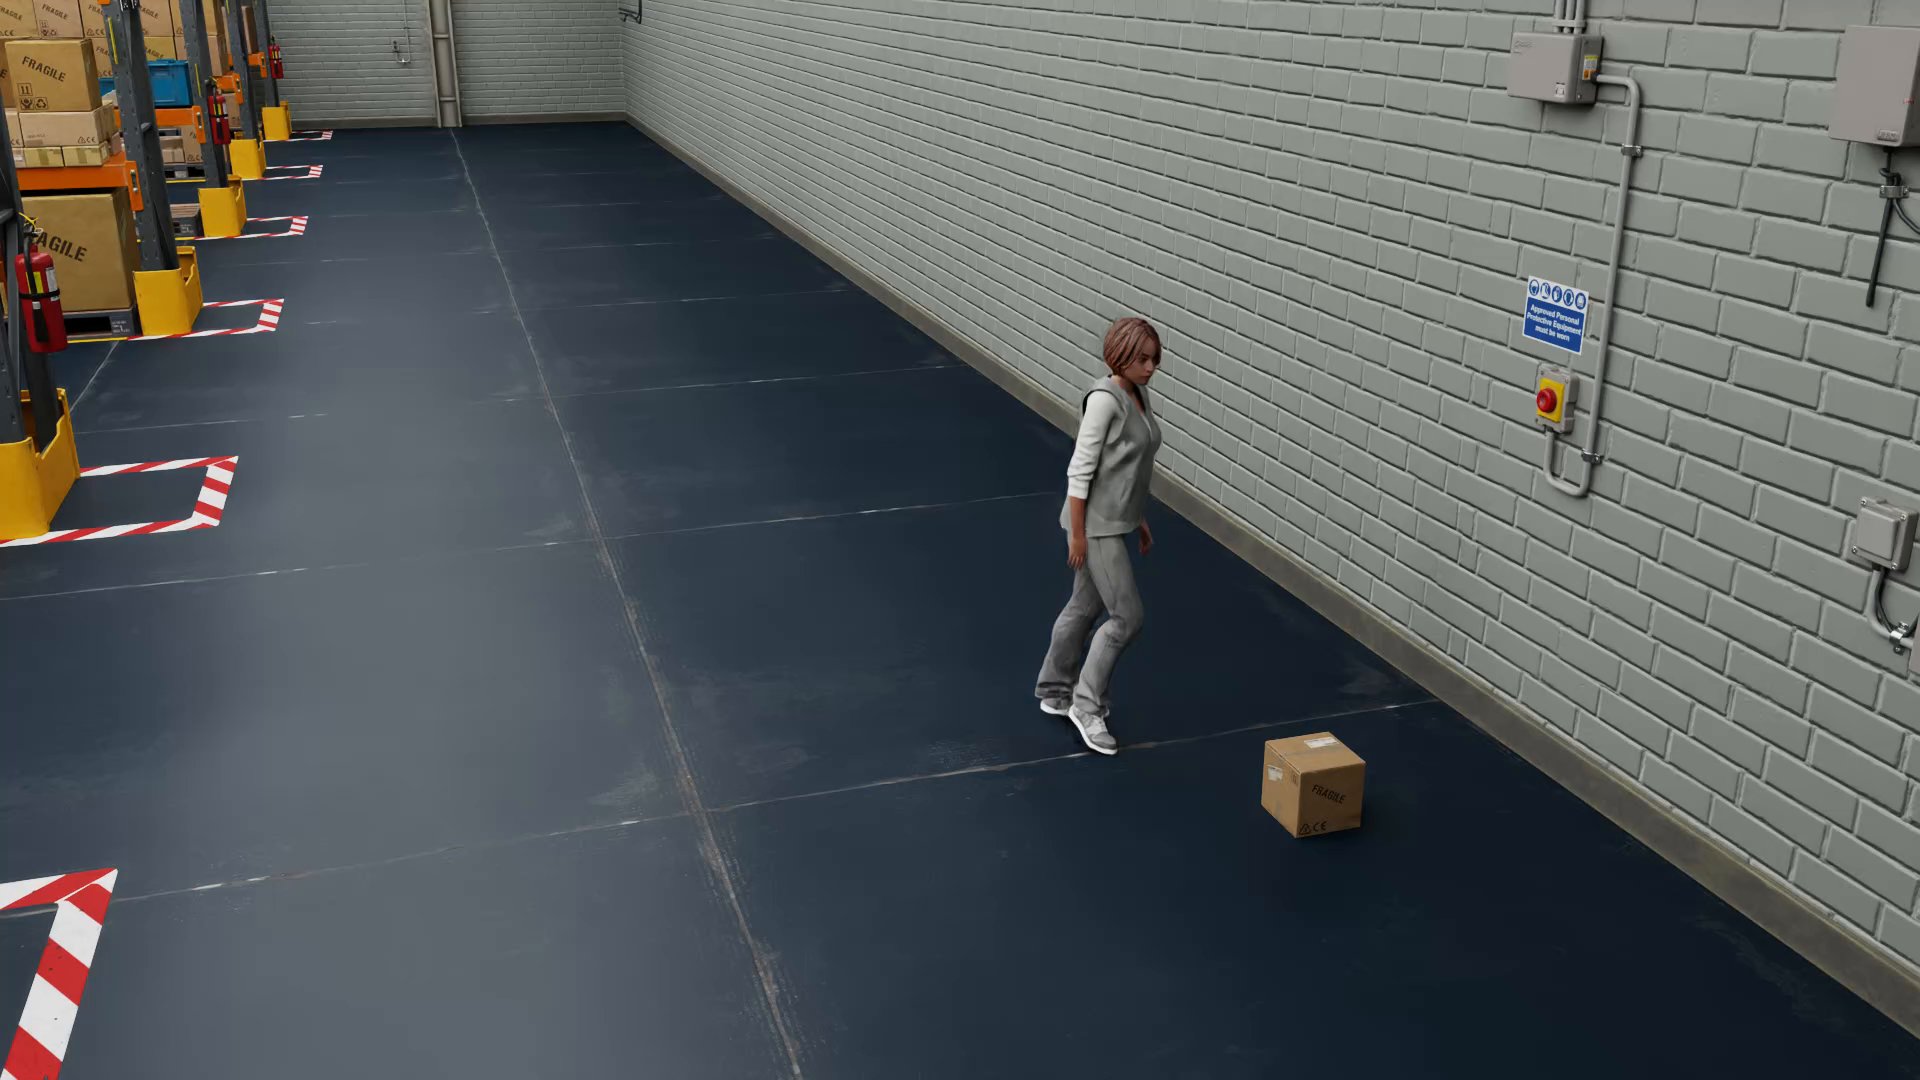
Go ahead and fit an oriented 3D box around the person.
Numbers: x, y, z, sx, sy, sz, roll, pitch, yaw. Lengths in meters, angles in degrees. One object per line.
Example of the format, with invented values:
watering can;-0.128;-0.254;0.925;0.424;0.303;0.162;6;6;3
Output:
person;0.506;-0.032;6.146;0.431;1.601;0.449;7;21;18
